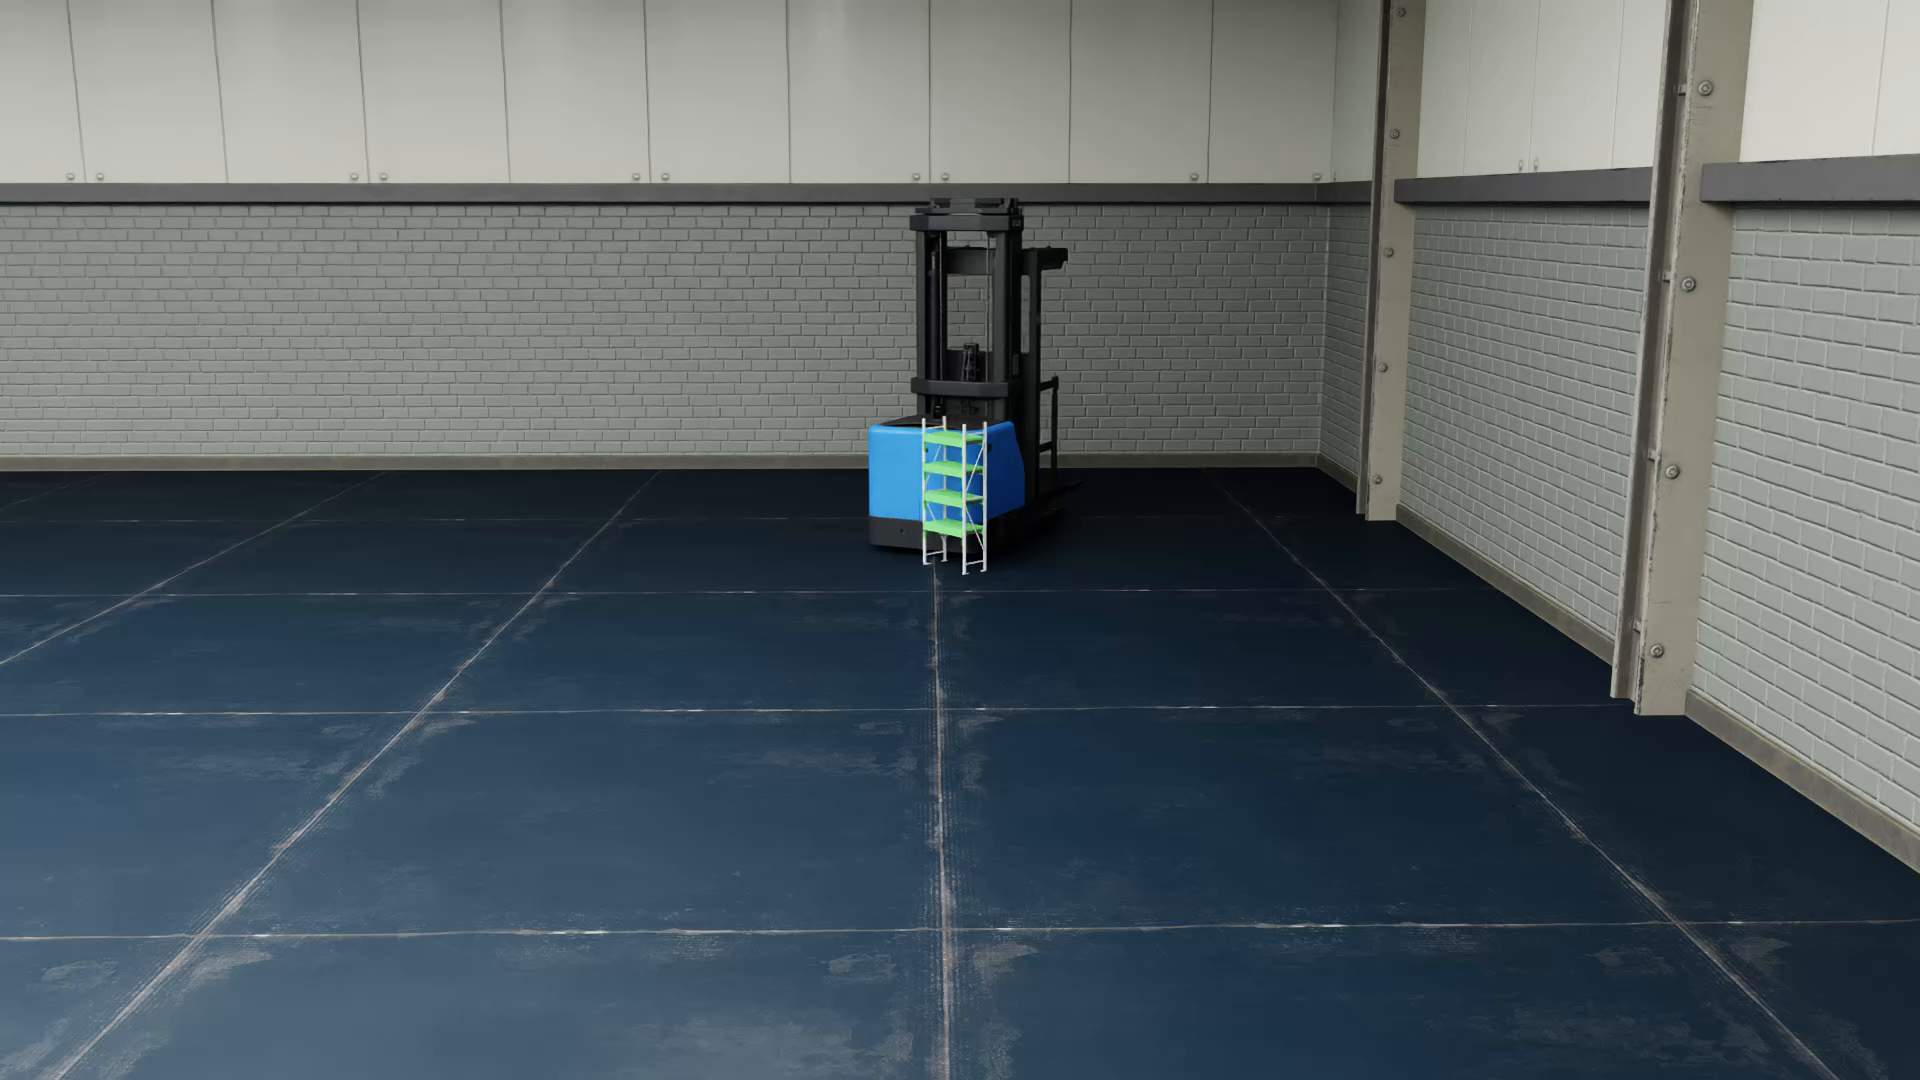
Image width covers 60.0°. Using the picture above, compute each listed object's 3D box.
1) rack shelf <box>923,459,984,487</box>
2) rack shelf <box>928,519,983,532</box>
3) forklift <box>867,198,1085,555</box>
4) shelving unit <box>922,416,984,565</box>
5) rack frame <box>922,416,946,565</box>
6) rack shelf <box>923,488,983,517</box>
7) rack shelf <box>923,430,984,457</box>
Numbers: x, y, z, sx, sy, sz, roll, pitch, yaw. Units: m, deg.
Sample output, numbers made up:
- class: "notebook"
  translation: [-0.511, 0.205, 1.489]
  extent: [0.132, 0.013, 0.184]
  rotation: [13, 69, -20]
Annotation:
- class: "rack shelf"
  translation: [-0.045, -0.536, 13.297]
  extent: [0.258, 0.148, 0.480]
  rotation: [-10, 15, -41]
- class: "rack shelf"
  translation: [-0.045, -0.118, 13.381]
  extent: [0.221, 0.021, 0.457]
  rotation: [-10, 15, -41]
- class: "forklift"
  translation: [0.295, -1.563, 14.893]
  extent: [1.130, 2.935, 3.031]
  rotation: [5, 13, 24]
- class: "shelving unit"
  translation: [-0.049, -0.365, 13.336]
  extent: [0.258, 1.200, 0.492]
  rotation: [-10, 15, -41]
- class: "rack frame"
  translation: [-0.207, -0.399, 13.510]
  extent: [0.240, 1.200, 0.015]
  rotation: [-10, 15, -41]
- class: "rack shelf"
  translation: [-0.045, -0.301, 13.344]
  extent: [0.258, 0.148, 0.480]
  rotation: [-10, 15, -41]
- class: "rack shelf"
  translation: [-0.046, -0.772, 13.249]
  extent: [0.258, 0.148, 0.480]
  rotation: [-10, 15, -41]
